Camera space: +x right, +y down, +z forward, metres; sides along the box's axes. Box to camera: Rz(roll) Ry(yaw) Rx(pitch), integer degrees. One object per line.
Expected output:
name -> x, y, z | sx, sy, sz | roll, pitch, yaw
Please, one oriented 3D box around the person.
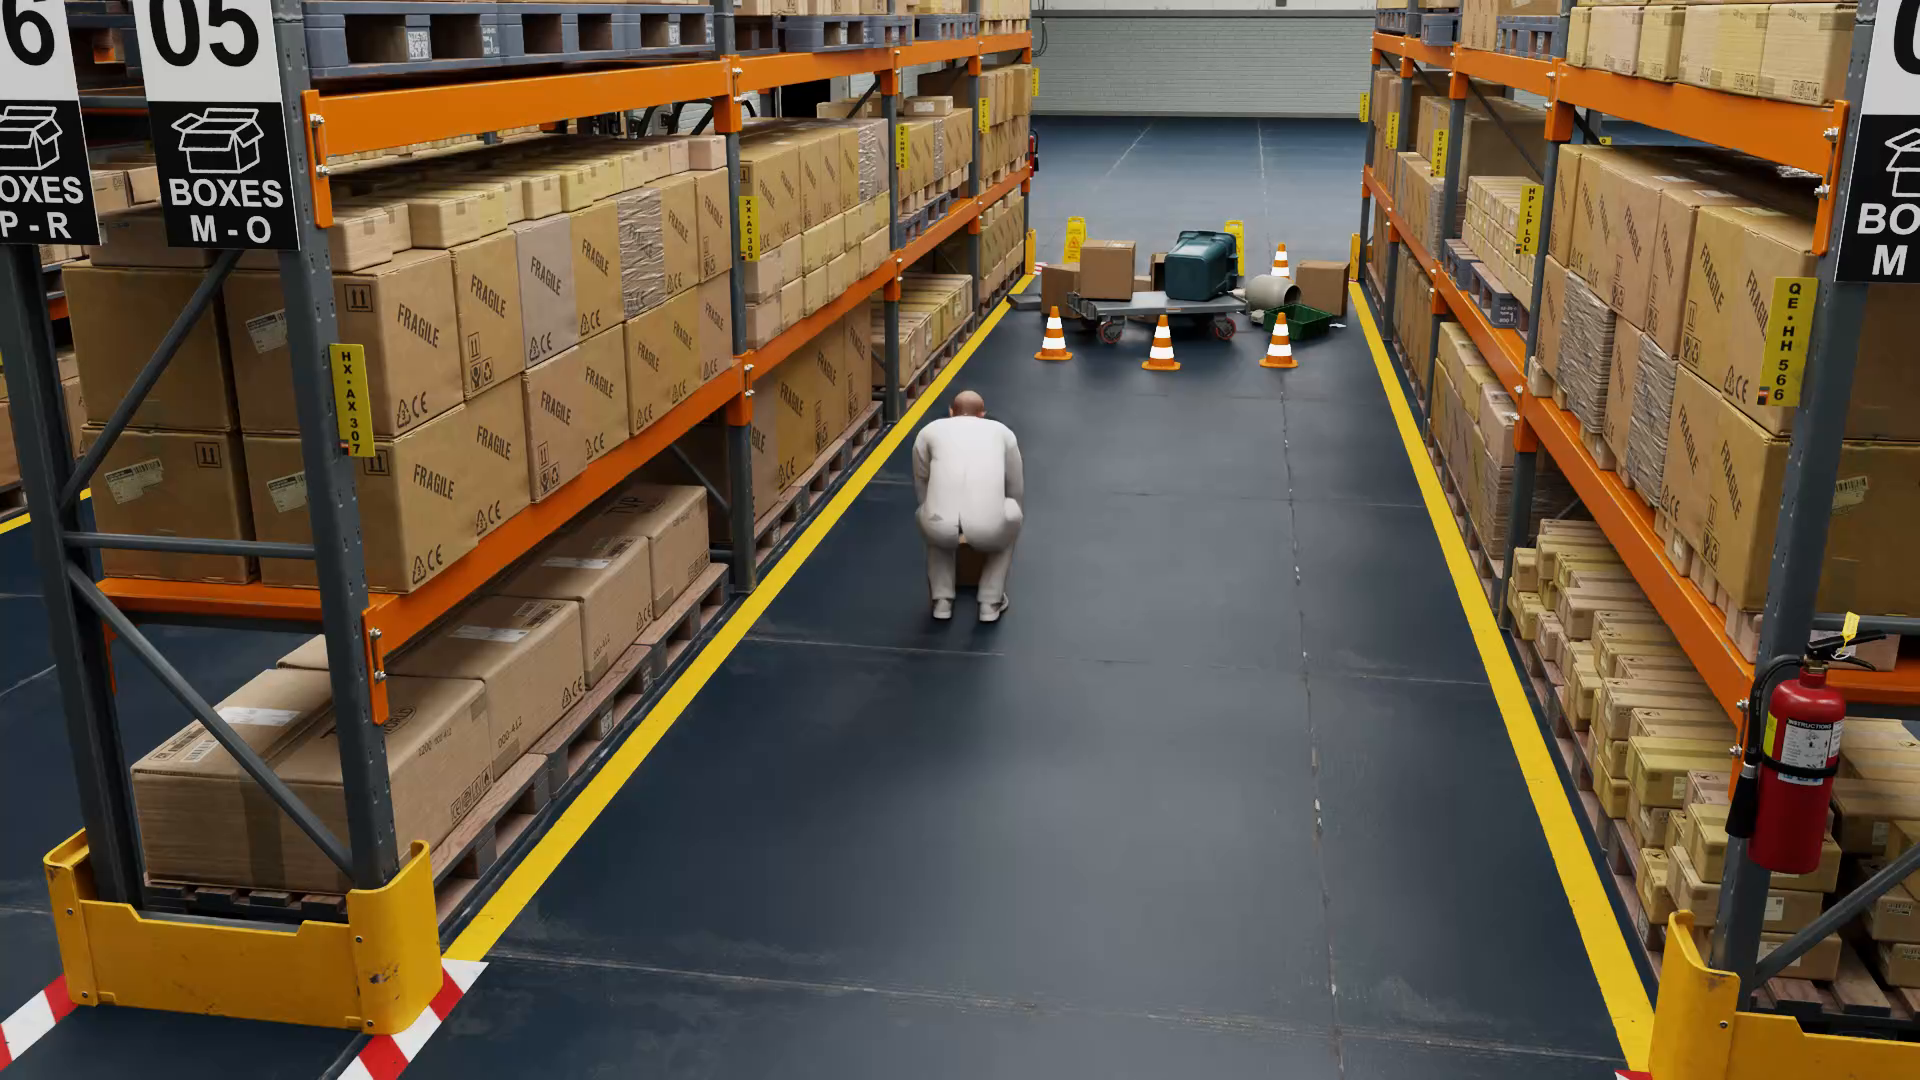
person -> 0.032, -0.177, 8.760 | 0.617, 1.099, 0.867 | 3, 18, 9
